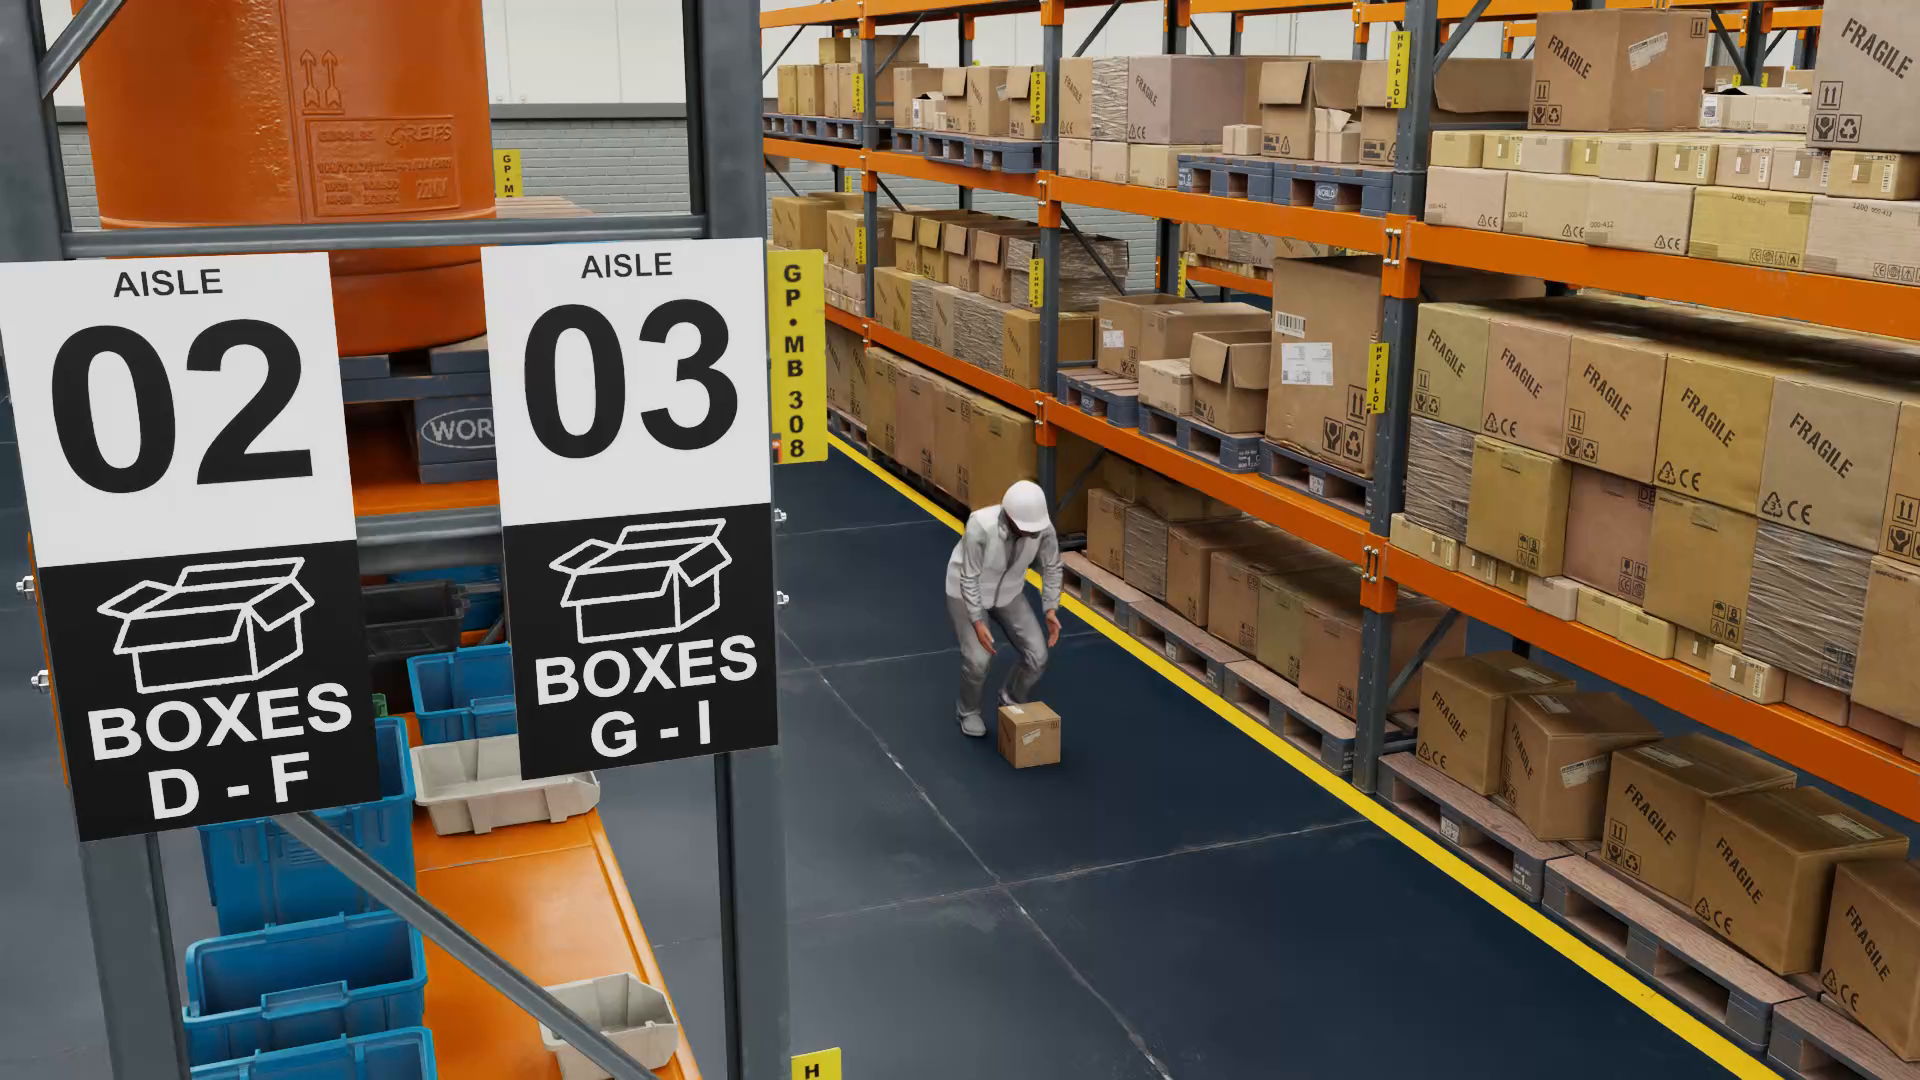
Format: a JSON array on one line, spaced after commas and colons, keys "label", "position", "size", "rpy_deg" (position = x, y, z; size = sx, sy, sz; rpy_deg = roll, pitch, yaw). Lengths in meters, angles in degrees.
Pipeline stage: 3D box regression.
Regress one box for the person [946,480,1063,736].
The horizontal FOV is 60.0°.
[{"label": "person", "position": [0.244, 0.333, 8.890], "size": [0.591, 1.449, 0.753], "rpy_deg": [-6, 16, -20]}]
